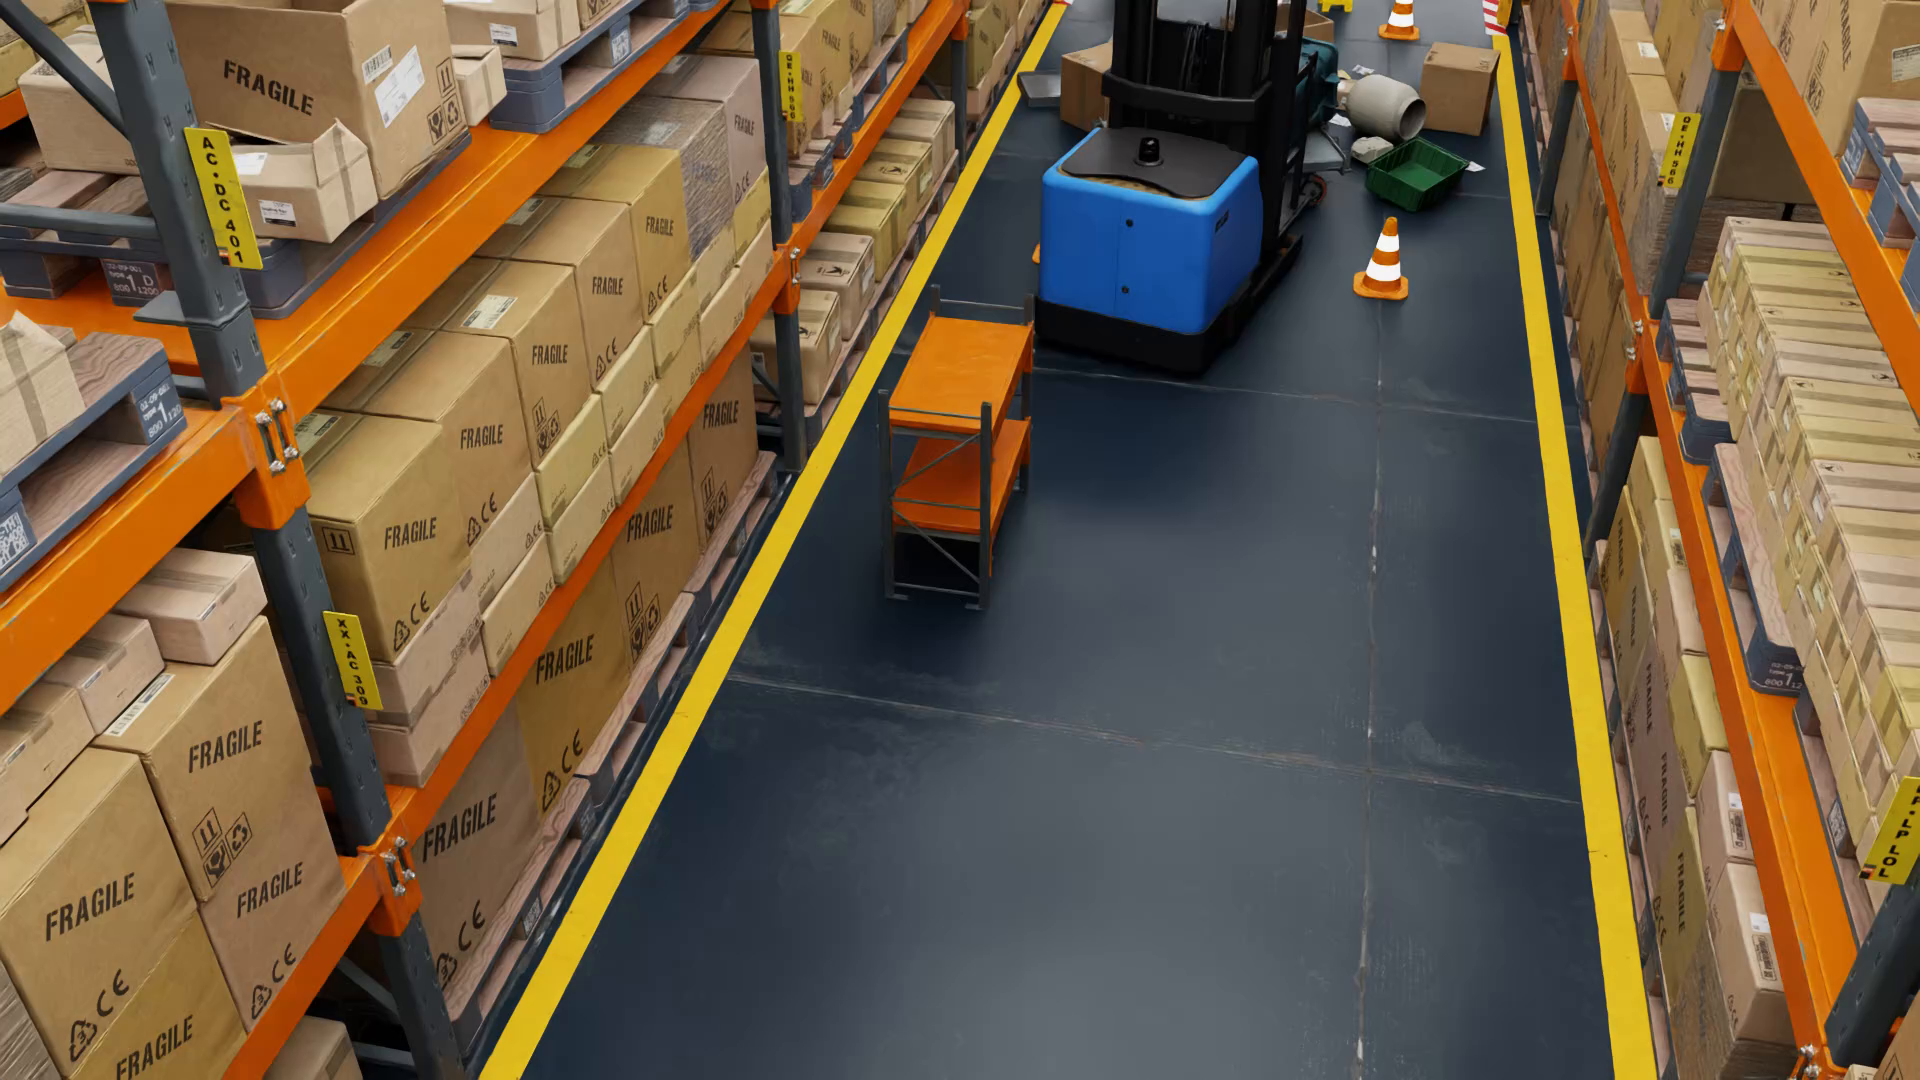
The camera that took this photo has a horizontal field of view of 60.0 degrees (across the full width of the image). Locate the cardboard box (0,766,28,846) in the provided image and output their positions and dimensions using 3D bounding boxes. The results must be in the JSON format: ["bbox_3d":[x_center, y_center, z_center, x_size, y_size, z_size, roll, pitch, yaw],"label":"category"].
[{"bbox_3d":[-2.179,0.574,3.412,0.380,0.149,0.250,7,37,10],"label":"cardboard box"}]

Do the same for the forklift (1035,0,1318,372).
[{"bbox_3d":[1.557,-2.993,9.882,1.130,2.935,3.031,17,39,21],"label":"forklift"}]

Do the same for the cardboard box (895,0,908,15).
[{"bbox_3d":[-0.549,-3.406,9.696,0.500,0.500,0.500,9,37,12],"label":"cardboard box"}]

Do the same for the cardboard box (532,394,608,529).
[{"bbox_3d":[-1.576,-0.308,5.821,0.500,0.250,0.500,8,37,11],"label":"cardboard box"}]

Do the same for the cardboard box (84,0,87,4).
[{"bbox_3d":[-5.503,-3.521,10.254,0.500,0.250,0.500,8,37,11],"label":"cardboard box"}]

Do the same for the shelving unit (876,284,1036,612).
[{"bbox_3d":[-0.001,-0.452,7.915,0.538,1.125,1.048,7,37,10],"label":"shelving unit"}]

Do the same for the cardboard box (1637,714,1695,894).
[{"bbox_3d":[2.830,1.000,6.087,0.500,0.500,0.500,7,36,9],"label":"cardboard box"}]

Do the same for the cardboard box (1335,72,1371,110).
[{"bbox_3d":[2.971,-3.495,12.845,0.396,0.266,0.258,14,38,18],"label":"cardboard box"}]

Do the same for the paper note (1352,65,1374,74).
[{"bbox_3d":[3.273,-3.813,13.487,0.144,0.017,0.142,20,41,26],"label":"paper note"}]

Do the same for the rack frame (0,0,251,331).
[{"bbox_3d":[-2.163,-1.791,3.052,1.000,3.000,0.127,7,37,10],"label":"rack frame"}]

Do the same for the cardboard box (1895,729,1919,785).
[{"bbox_3d":[2.590,0.637,4.164,0.380,0.149,0.250,9,37,12],"label":"cardboard box"}]

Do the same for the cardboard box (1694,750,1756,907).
[{"bbox_3d":[2.729,0.988,5.464,0.500,0.250,0.500,9,37,12],"label":"cardboard box"}]

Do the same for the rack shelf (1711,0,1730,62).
[{"bbox_3d":[3.976,-3.162,8.114,1.077,0.370,4.000,7,37,10],"label":"rack shelf"}]

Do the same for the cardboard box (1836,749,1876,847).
[{"bbox_3d":[2.641,0.731,4.541,0.380,0.149,0.250,8,37,10],"label":"cardboard box"}]

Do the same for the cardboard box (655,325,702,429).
[{"bbox_3d":[-1.380,-0.690,6.774,0.500,0.250,0.500,7,37,9],"label":"cardboard box"}]

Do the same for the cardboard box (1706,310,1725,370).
[{"bbox_3d":[3.199,-0.775,6.620,0.380,0.149,0.250,9,37,12],"label":"cardboard box"}]

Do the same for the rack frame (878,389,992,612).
[{"bbox_3d":[-0.110,-0.160,7.512,0.500,1.125,0.032,7,37,10],"label":"rack frame"}]

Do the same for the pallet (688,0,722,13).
[{"bbox_3d":[-1.394,-2.417,6.634,1.213,0.211,1.003,9,37,12],"label":"pallet"}]

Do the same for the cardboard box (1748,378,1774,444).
[{"bbox_3d":[3.032,-0.432,5.893,0.380,0.149,0.250,7,37,10],"label":"cardboard box"}]

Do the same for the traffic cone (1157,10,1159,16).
[{"bbox_3d":[1.569,-4.806,14.486,0.336,0.463,0.334,7,37,10],"label":"traffic cone"}]

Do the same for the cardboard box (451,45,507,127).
[{"bbox_3d":[-1.551,-1.333,4.818,0.380,0.166,0.250,5,36,7],"label":"cardboard box"}]

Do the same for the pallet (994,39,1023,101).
[{"bbox_3d":[-0.087,-3.910,13.465,1.003,0.211,1.213,7,37,10],"label":"pallet"}]

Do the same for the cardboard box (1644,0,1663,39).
[{"bbox_3d":[4.087,-2.960,8.841,0.700,0.500,0.500,8,37,10],"label":"cardboard box"}]

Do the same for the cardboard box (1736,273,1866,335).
[{"bbox_3d":[3.149,-0.866,6.238,0.380,0.149,0.250,7,37,10],"label":"cardboard box"}]

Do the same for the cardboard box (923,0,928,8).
[{"bbox_3d":[-0.388,-3.385,10.221,0.380,0.149,0.250,7,36,9],"label":"cardboard box"}]

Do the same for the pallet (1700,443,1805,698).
[{"bbox_3d":[3.166,0.126,5.684,1.003,0.211,1.213,7,37,10],"label":"pallet"}]

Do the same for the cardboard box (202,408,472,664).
[{"bbox_3d":[-1.788,-0.023,4.788,0.500,0.500,0.500,8,37,11],"label":"cardboard box"}]

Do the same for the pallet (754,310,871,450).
[{"bbox_3d":[-1.140,-0.973,9.413,1.003,0.211,1.213,7,37,10],"label":"pallet"}]

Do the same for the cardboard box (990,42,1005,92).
[{"bbox_3d":[0.039,-3.616,12.669,0.500,0.250,0.500,9,37,13],"label":"cardboard box"}]

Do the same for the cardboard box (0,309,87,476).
[{"bbox_3d":[-1.987,-0.326,3.259,0.396,0.266,0.258,8,37,11],"label":"cardboard box"}]

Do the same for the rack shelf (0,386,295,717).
[{"bbox_3d":[-2.590,0.862,2.562,1.077,0.370,4.000,7,37,10],"label":"rack shelf"}]

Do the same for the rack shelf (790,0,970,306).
[{"bbox_3d":[-0.881,-2.510,9.770,1.077,0.370,4.000,7,37,10],"label":"rack shelf"}]

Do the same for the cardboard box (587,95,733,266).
[{"bbox_3d":[-1.265,-1.476,6.793,0.500,0.500,0.500,8,37,11],"label":"cardboard box"}]

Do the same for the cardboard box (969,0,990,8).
[{"bbox_3d":[0.021,-3.939,11.923,0.380,0.149,0.250,8,37,11],"label":"cardboard box"}]

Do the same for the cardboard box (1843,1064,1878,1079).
[{"bbox_3d":[2.314,1.424,3.943,0.380,0.149,0.250,9,37,12],"label":"cardboard box"}]

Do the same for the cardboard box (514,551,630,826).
[{"bbox_3d":[-1.923,0.445,6.533,0.875,0.875,0.875,8,37,11],"label":"cardboard box"}]

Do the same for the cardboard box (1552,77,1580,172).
[{"bbox_3d":[4.606,-3.047,11.350,0.875,0.875,0.875,8,37,11],"label":"cardboard box"}]

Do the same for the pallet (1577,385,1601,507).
[{"bbox_3d":[3.791,-0.406,8.630,1.003,0.211,1.213,7,37,10],"label":"pallet"}]

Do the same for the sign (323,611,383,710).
[{"bbox_3d":[-1.620,0.325,4.441,0.100,0.325,0.005,7,37,10],"label":"sign"}]

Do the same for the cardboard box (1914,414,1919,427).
[{"bbox_3d":[3.726,-0.388,6.085,0.380,0.149,0.250,7,36,9],"label":"cardboard box"}]

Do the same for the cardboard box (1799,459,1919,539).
[{"bbox_3d":[2.869,-0.110,5.195,0.380,0.149,0.250,6,36,8],"label":"cardboard box"}]

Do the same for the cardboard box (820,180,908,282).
[{"bbox_3d":[-0.861,-1.941,10.254,0.950,0.372,0.625,8,37,12],"label":"cardboard box"}]

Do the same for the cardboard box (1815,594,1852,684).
[{"bbox_3d":[2.752,0.309,4.870,0.380,0.149,0.250,6,36,8],"label":"cardboard box"}]

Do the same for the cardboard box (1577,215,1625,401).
[{"bbox_3d":[3.950,-1.191,8.896,1.050,0.750,0.750,8,37,11],"label":"cardboard box"}]

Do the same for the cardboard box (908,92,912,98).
[{"bbox_3d":[-0.590,-3.377,12.339,0.500,0.250,0.500,9,37,12],"label":"cardboard box"}]

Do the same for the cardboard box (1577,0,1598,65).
[{"bbox_3d":[4.028,-3.158,9.966,0.500,0.500,0.500,8,37,10],"label":"cardboard box"}]

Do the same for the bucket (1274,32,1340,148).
[{"bbox_3d":[2.180,-3.042,11.386,0.726,0.611,0.620,20,51,26],"label":"bucket"}]

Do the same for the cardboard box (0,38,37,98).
[{"bbox_3d":[-5.713,-2.725,9.582,0.500,0.250,0.500,7,36,9],"label":"cardboard box"}]

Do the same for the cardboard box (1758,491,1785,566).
[{"bbox_3d":[2.918,-0.020,5.578,0.380,0.149,0.250,6,36,8],"label":"cardboard box"}]

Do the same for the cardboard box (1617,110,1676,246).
[{"bbox_3d":[3.491,-1.710,7.968,0.500,0.500,0.500,7,37,10],"label":"cardboard box"}]

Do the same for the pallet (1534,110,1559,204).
[{"bbox_3d":[4.642,-2.682,11.771,1.003,0.211,1.213,7,37,10],"label":"pallet"}]
